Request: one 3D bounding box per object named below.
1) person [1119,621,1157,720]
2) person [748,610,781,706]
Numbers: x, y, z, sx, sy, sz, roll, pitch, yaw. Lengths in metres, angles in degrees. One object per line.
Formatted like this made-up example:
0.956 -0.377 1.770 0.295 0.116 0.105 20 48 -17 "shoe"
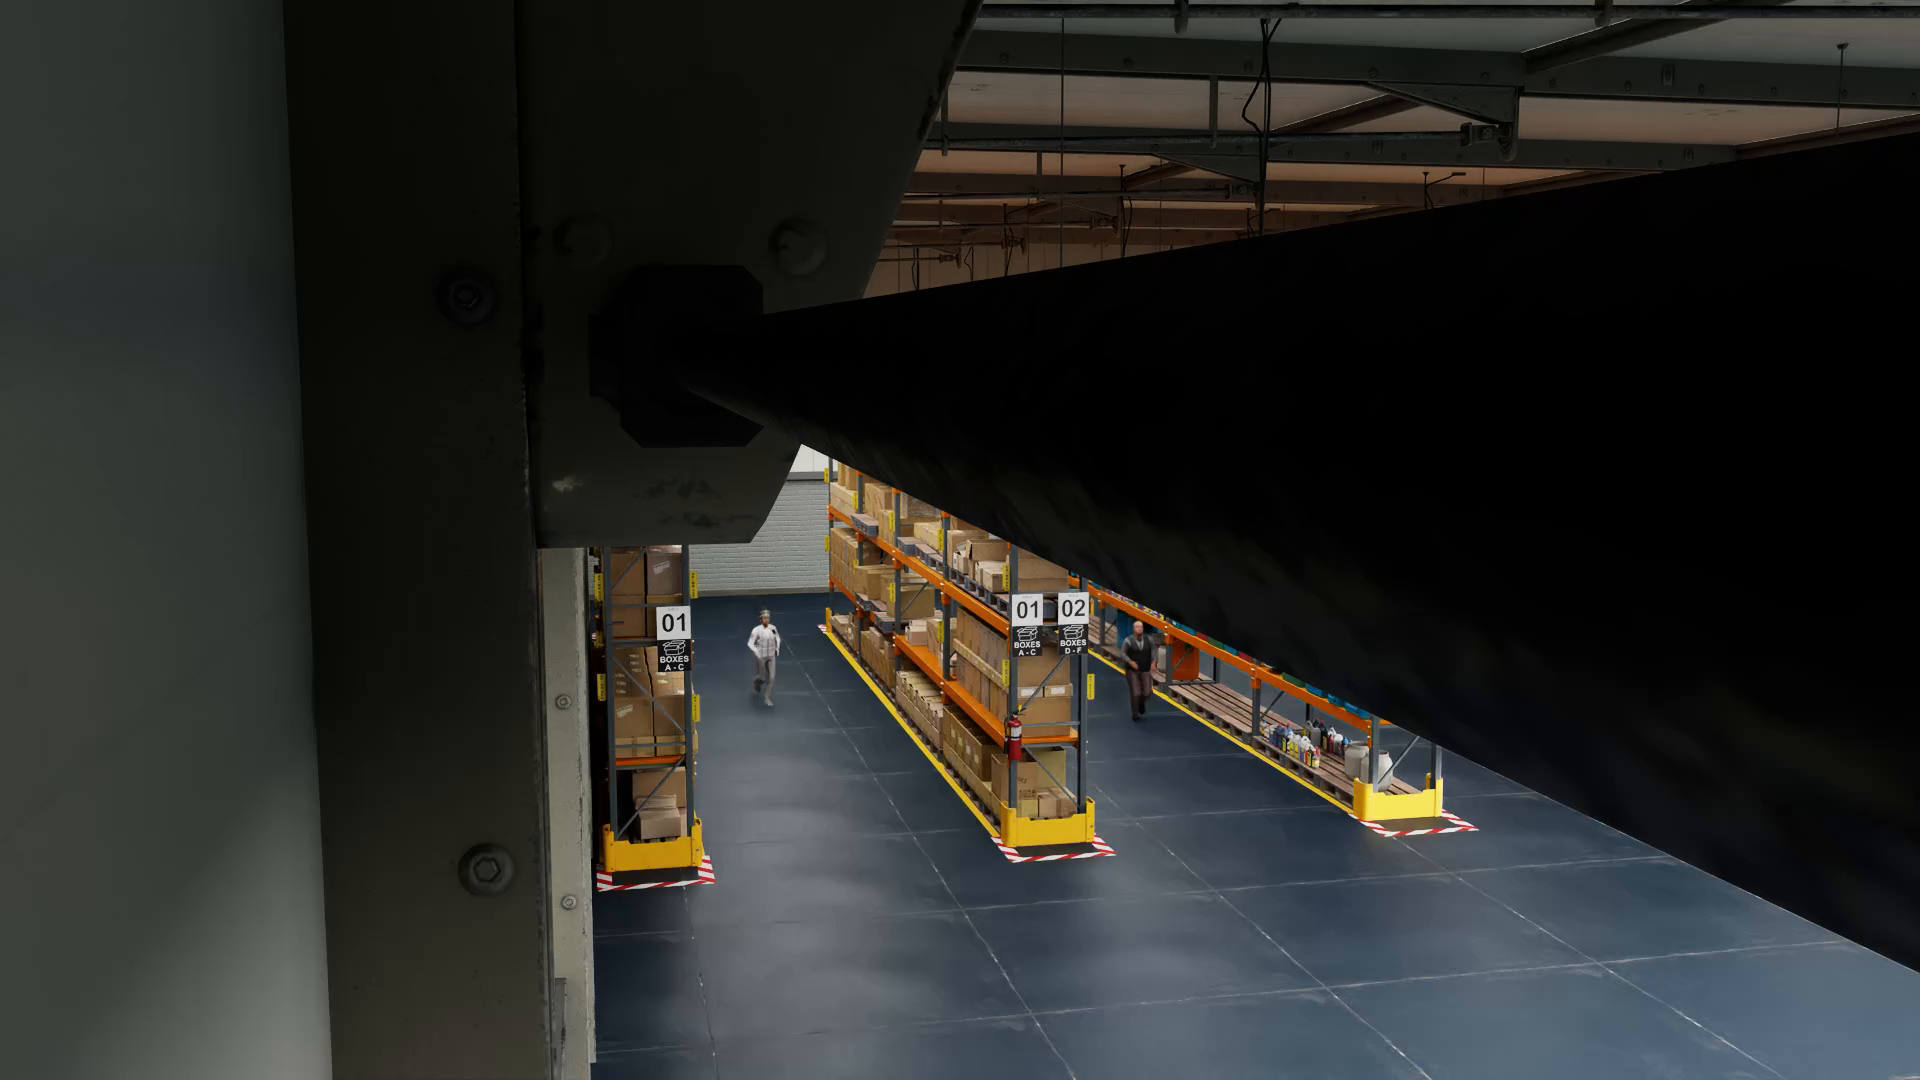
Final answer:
3.008 2.190 27.843 0.687 1.675 0.591 -1 7 -9 "person"
-3.423 2.046 29.261 0.617 1.671 0.696 -3 7 -24 "person"
